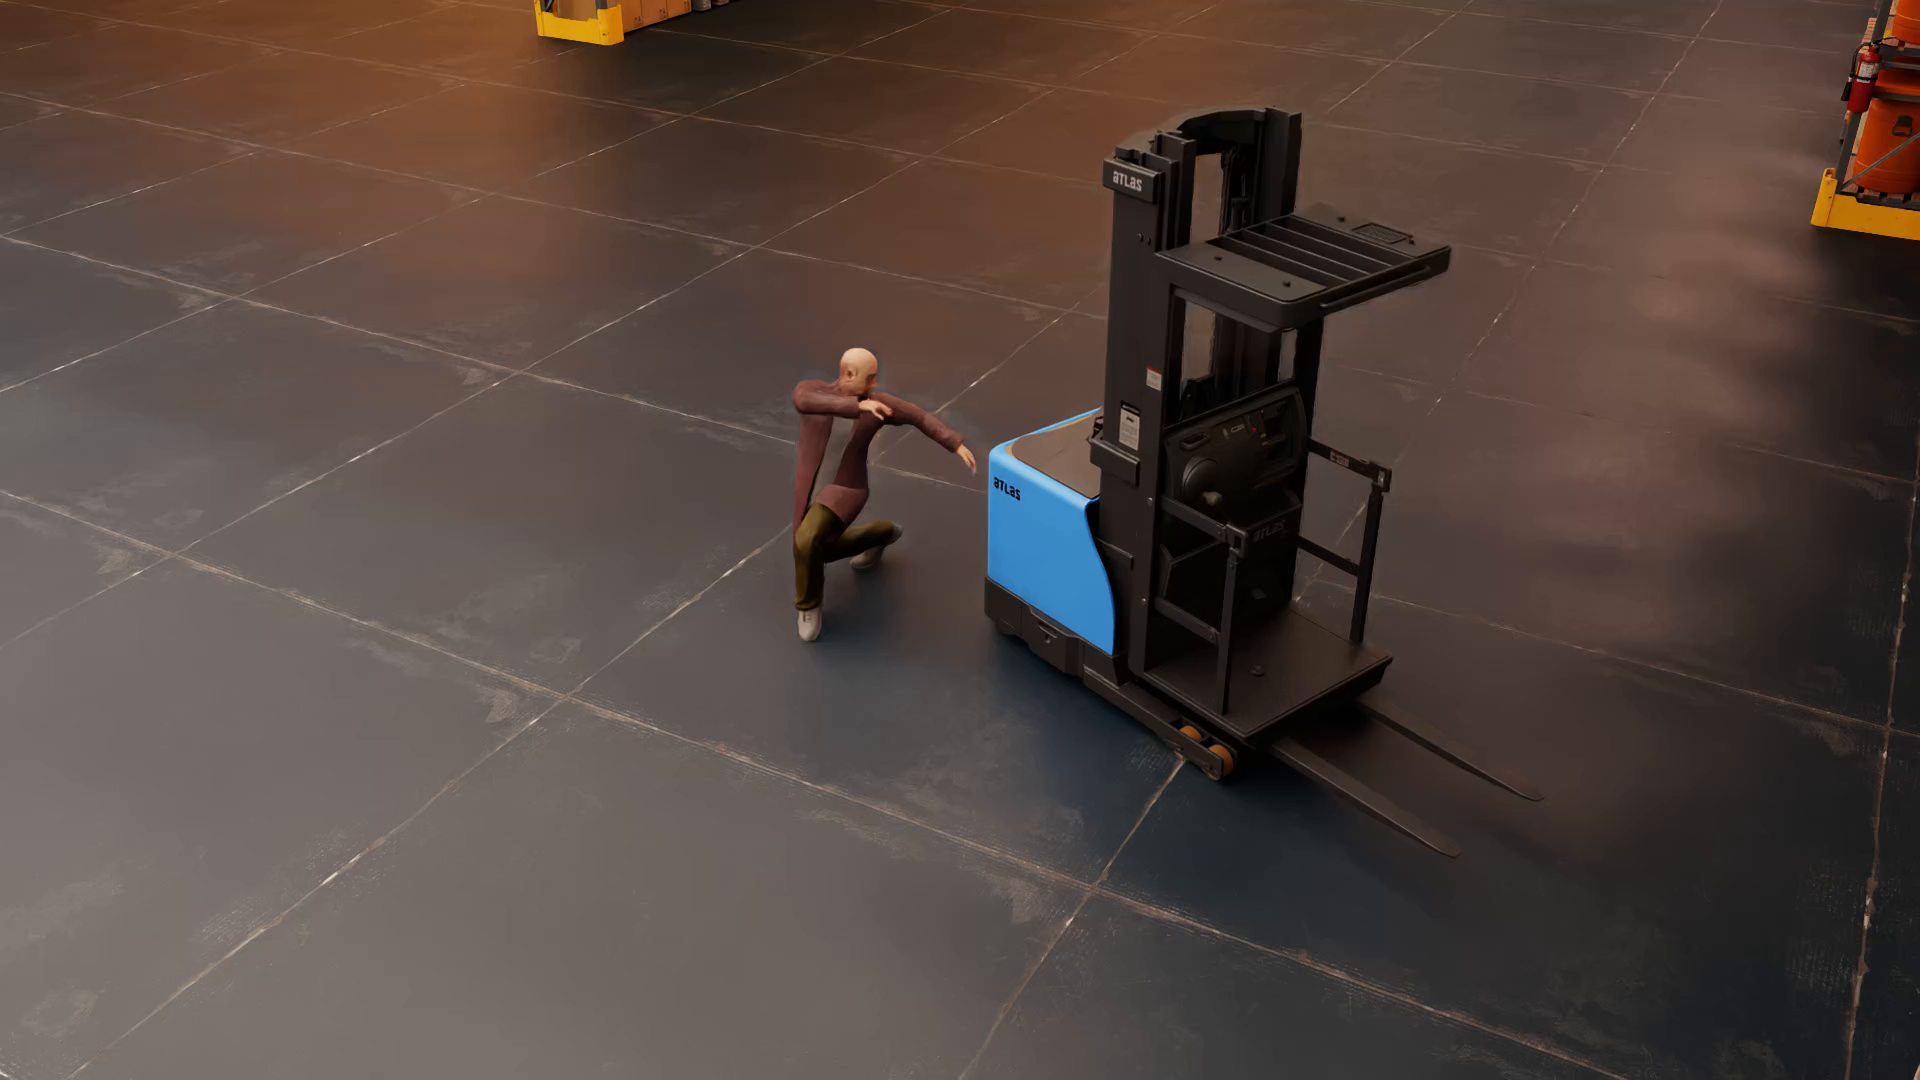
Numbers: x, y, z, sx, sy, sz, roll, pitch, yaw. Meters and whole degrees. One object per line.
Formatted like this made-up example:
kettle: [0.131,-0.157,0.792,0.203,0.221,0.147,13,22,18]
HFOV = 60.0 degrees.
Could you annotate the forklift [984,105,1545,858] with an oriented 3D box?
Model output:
forklift: [1.448,-0.399,7.762,1.130,2.935,3.031,-22,37,-33]

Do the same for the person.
person: [-0.482,-0.289,9.042,0.957,1.477,1.055,9,31,16]
